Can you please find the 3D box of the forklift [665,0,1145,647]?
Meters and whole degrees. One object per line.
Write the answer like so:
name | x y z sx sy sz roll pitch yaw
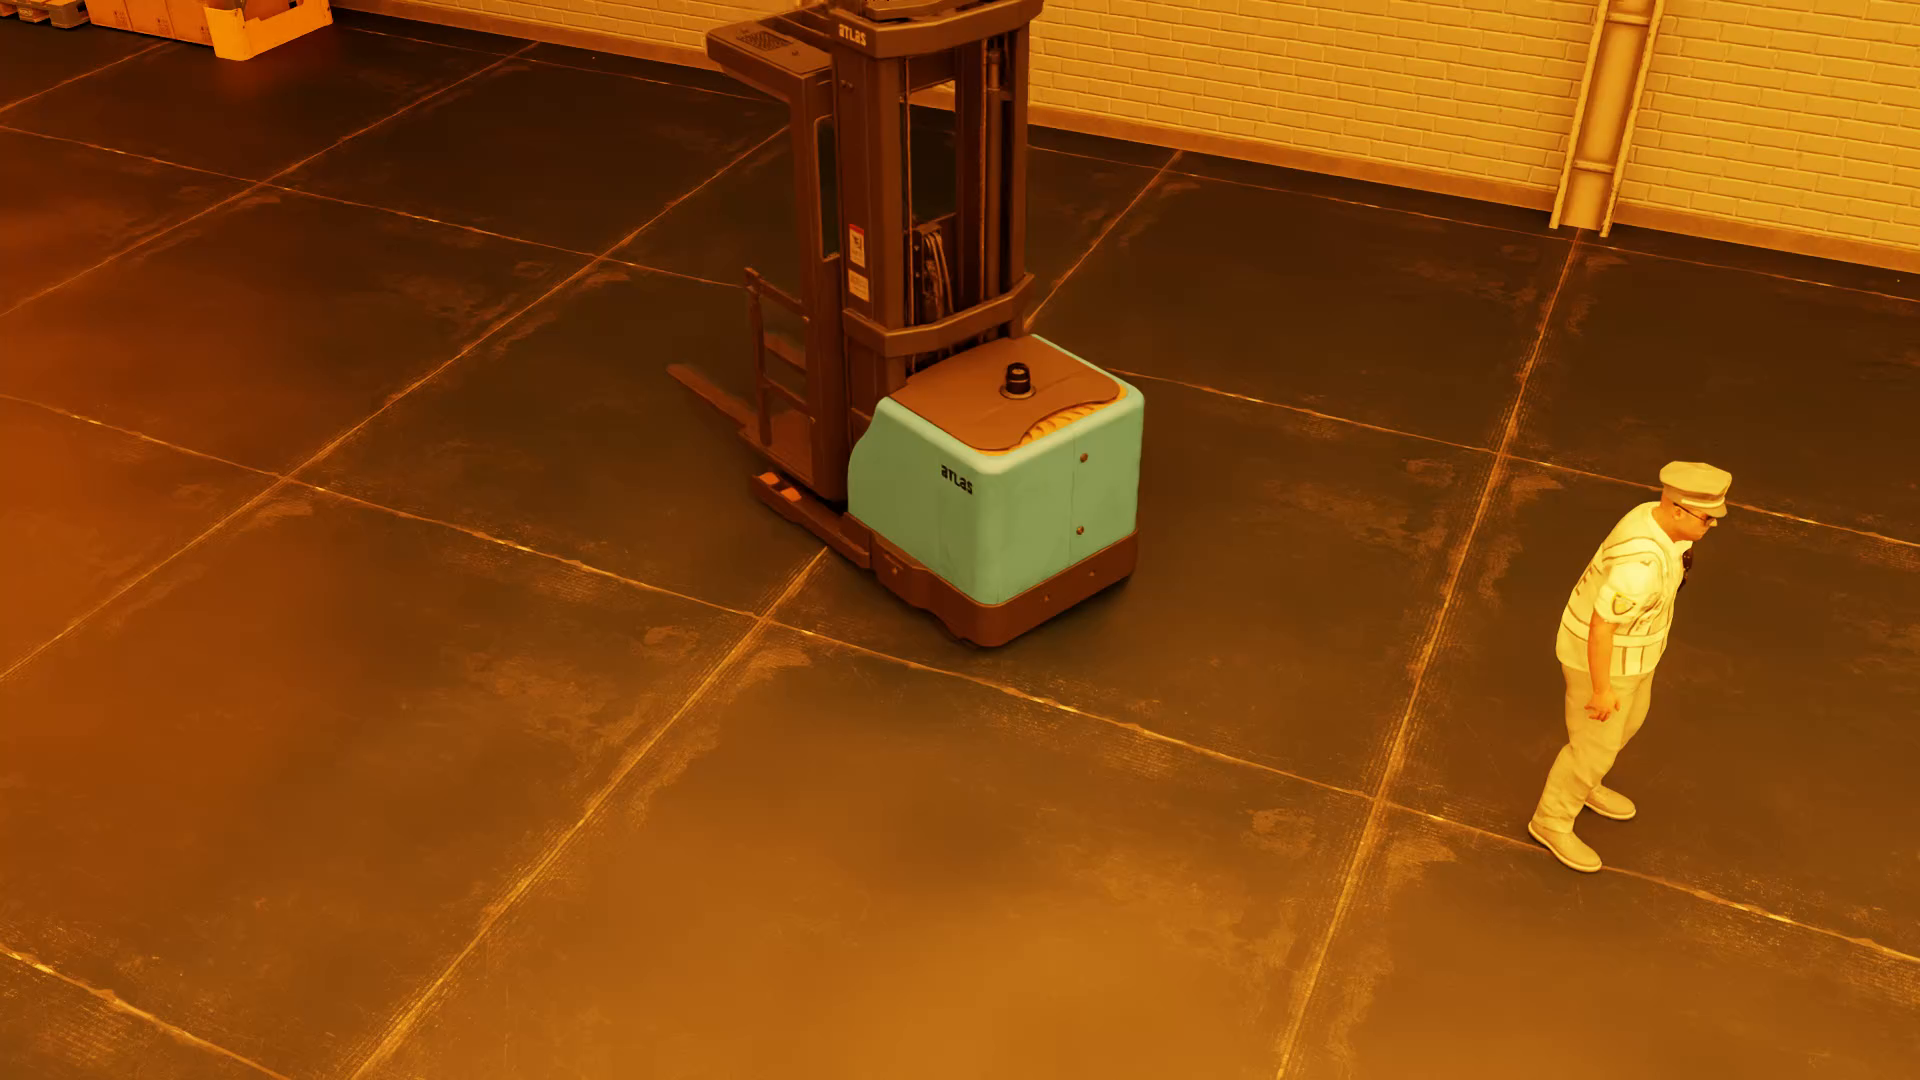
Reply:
forklift | -0.465 -1.472 8.150 1.130 2.935 3.031 -27 43 -32

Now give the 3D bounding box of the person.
person | 2.560 0.446 6.480 0.441 1.746 0.588 24 42 29
